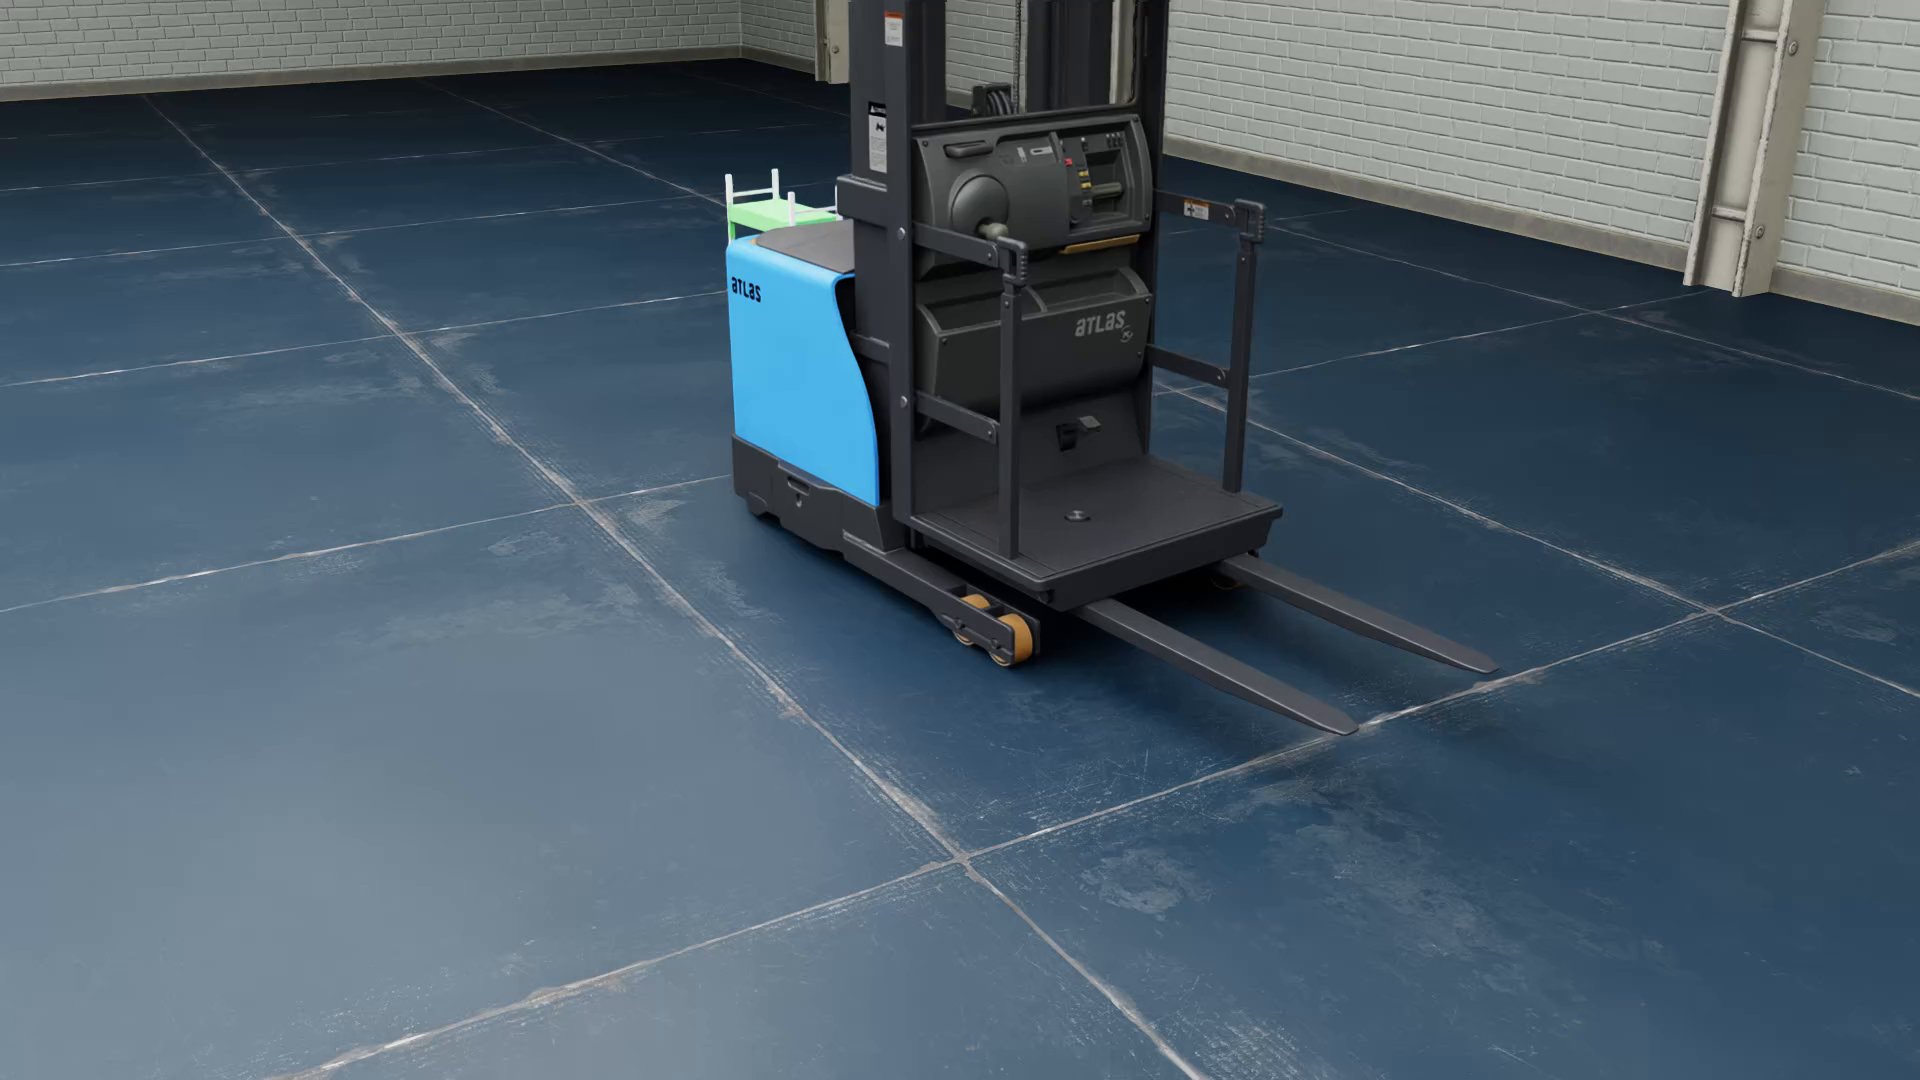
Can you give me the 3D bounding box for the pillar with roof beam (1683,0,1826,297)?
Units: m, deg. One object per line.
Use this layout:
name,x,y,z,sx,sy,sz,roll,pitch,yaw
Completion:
pillar with roof beam,0.945,-4.871,6.345,9.100,9.000,0.400,-13,25,-28

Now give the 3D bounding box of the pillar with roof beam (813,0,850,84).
pillar with roof beam,-5.185,-8.756,15.902,9.100,9.000,0.400,-13,25,-28

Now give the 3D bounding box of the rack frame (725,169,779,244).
rack frame,-0.859,-0.961,7.083,0.240,1.200,0.015,-16,27,-34

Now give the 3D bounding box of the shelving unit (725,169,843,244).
shelving unit,-0.712,-0.888,6.902,0.258,1.200,0.503,-16,27,-34

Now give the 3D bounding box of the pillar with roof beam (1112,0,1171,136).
pillar with roof beam,-2.120,-6.813,11.123,9.100,9.000,0.400,-13,25,-28

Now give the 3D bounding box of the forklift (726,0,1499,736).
forklift,0.388,-1.163,5.280,1.130,2.935,3.031,-16,27,-34

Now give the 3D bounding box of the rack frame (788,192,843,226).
rack frame,-0.566,-0.814,6.722,0.240,1.200,0.015,-16,27,-34

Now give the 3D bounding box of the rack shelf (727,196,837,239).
rack shelf,-0.712,-1.273,6.746,0.258,0.148,0.480,-16,27,-34
